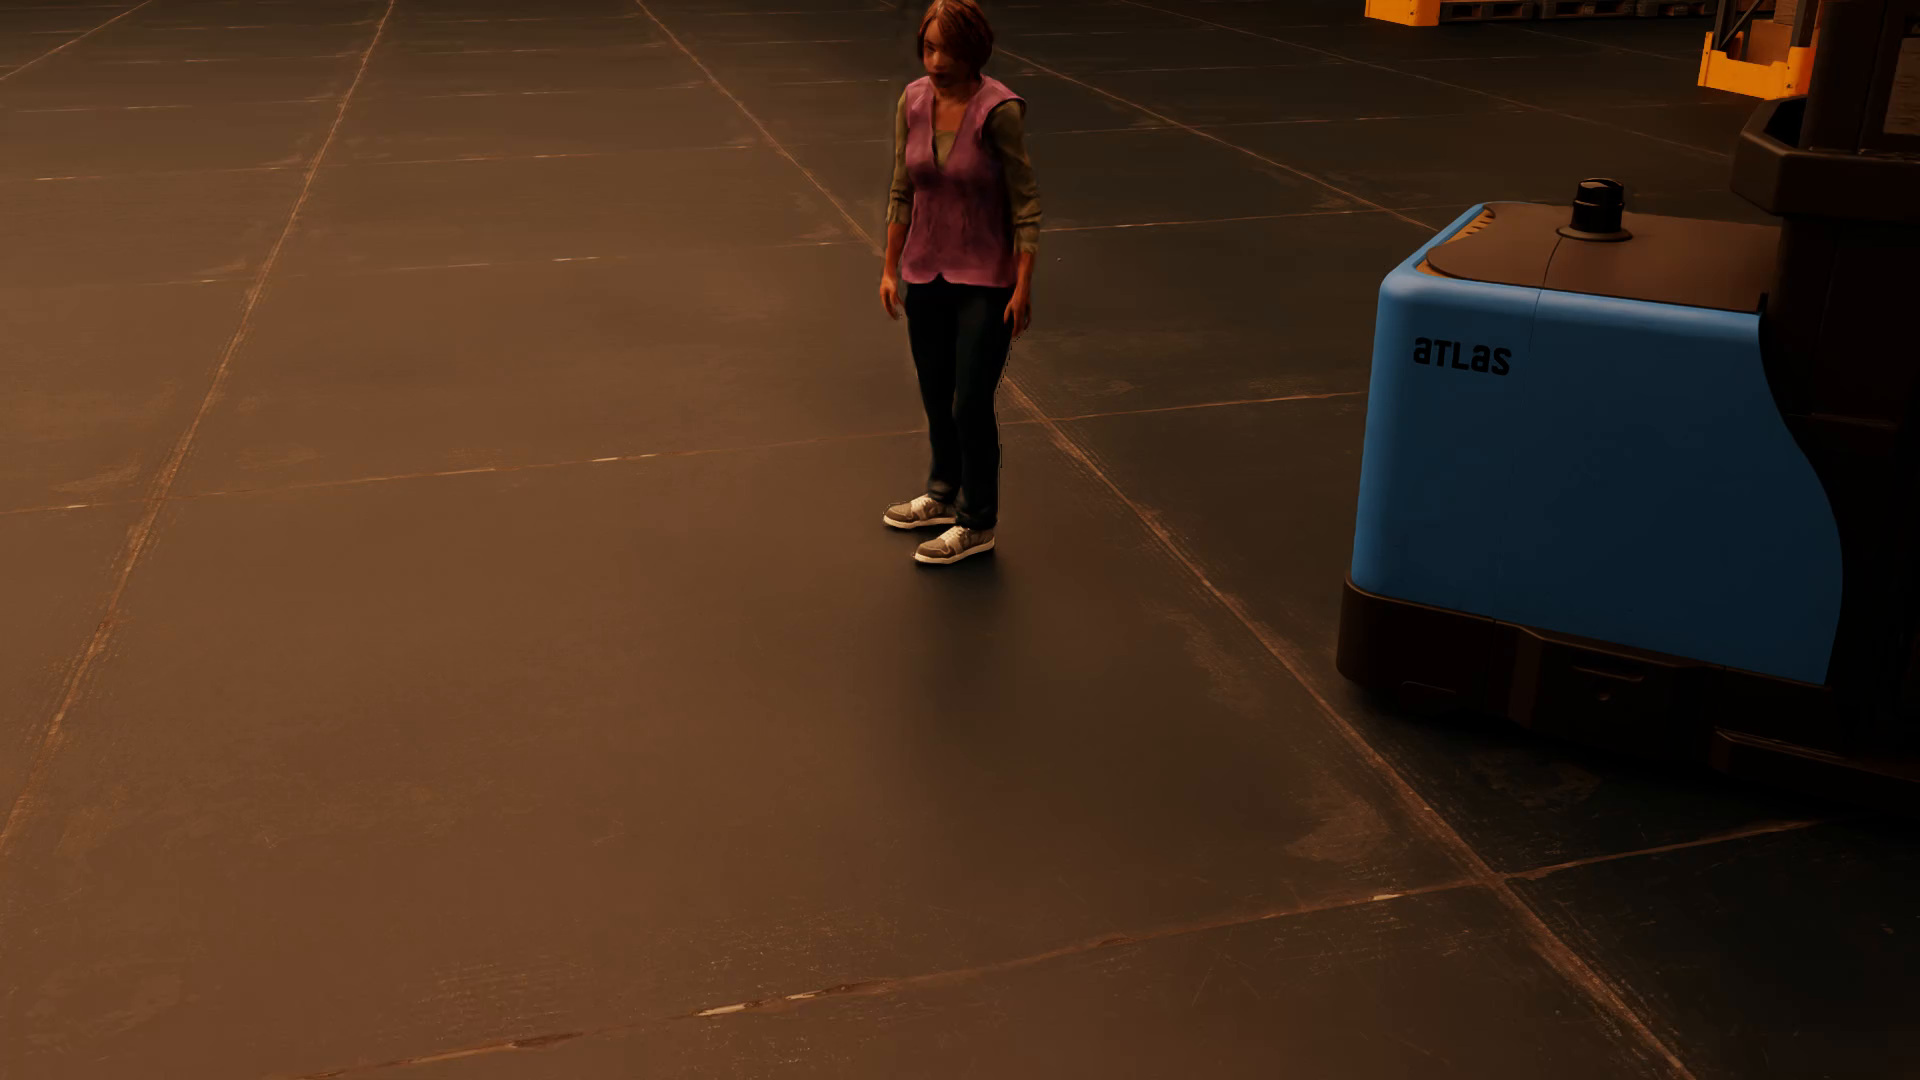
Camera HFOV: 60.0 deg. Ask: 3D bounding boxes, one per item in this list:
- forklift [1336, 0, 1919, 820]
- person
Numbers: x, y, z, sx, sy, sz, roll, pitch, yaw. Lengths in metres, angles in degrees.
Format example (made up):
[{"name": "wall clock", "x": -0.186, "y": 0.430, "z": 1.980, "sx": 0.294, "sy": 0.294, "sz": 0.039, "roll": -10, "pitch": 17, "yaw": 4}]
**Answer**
[{"name": "forklift", "x": 2.476, "y": -0.843, "z": 3.291, "sx": 3.031, "sy": 2.935, "sz": 1.130, "roll": 12, "pitch": 26, "yaw": 26}, {"name": "person", "x": -0.017, "y": -0.722, "z": 4.717, "sx": 0.525, "sy": 1.592, "sz": 0.417, "roll": 12, "pitch": 26, "yaw": 26}]
